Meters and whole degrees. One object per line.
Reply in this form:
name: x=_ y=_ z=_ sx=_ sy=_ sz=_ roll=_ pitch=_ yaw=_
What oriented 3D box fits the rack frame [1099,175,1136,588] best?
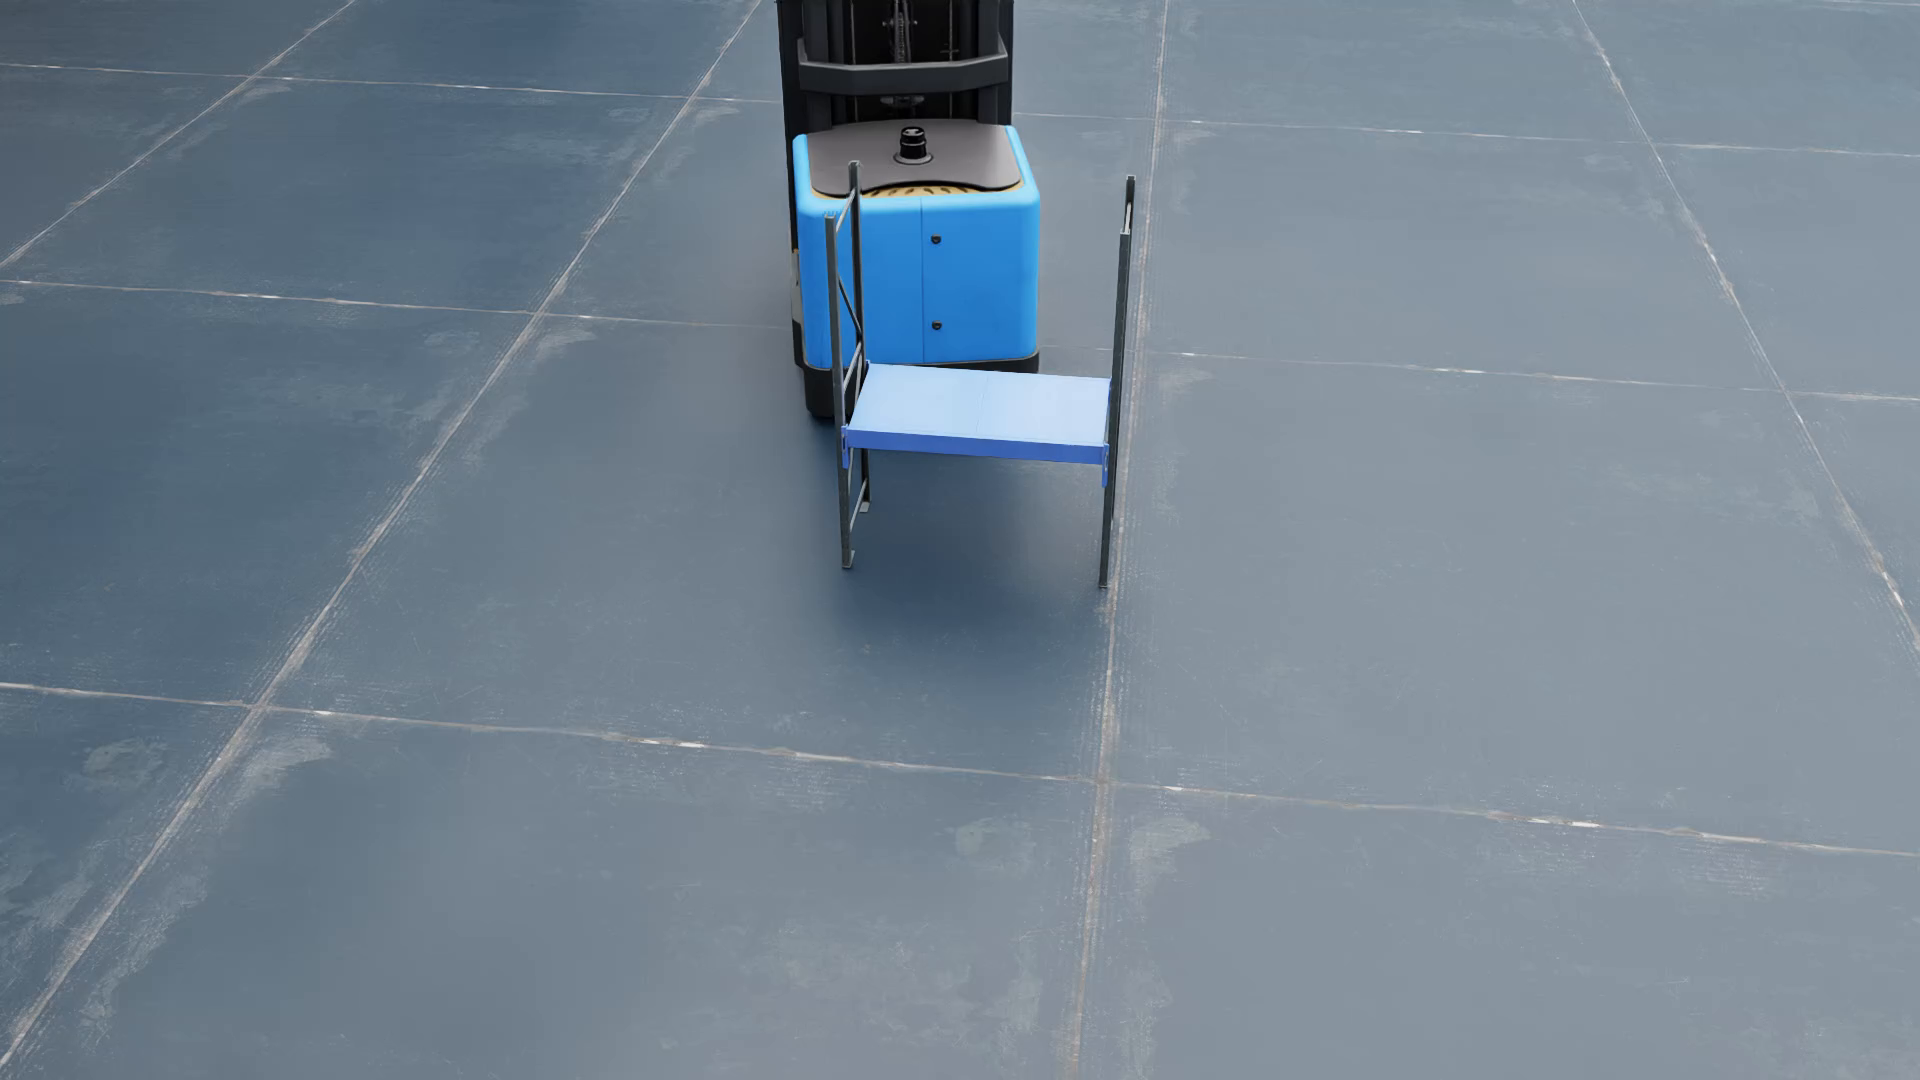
rack frame: x=0.589 y=-0.567 z=6.253 sx=0.032 sy=1.500 sz=0.500 roll=4 pitch=36 yaw=6

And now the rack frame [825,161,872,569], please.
rack frame: x=-0.420 y=-0.642 z=6.358 sx=0.032 sy=1.500 sz=0.500 roll=4 pitch=36 yaw=6

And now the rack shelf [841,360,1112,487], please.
rack shelf: x=0.085 y=-0.458 z=6.410 sx=1.000 sy=0.185 sz=0.538 roll=4 pitch=36 yaw=6

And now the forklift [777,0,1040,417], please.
forklift: x=-0.325 y=-2.583 z=7.846 sx=1.130 sy=2.935 sz=3.031 roll=-4 pitch=36 yaw=-5

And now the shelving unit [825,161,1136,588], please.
shelving unit: x=0.085 y=-0.604 z=6.305 sx=1.048 sy=1.500 sz=0.538 roll=4 pitch=36 yaw=6
